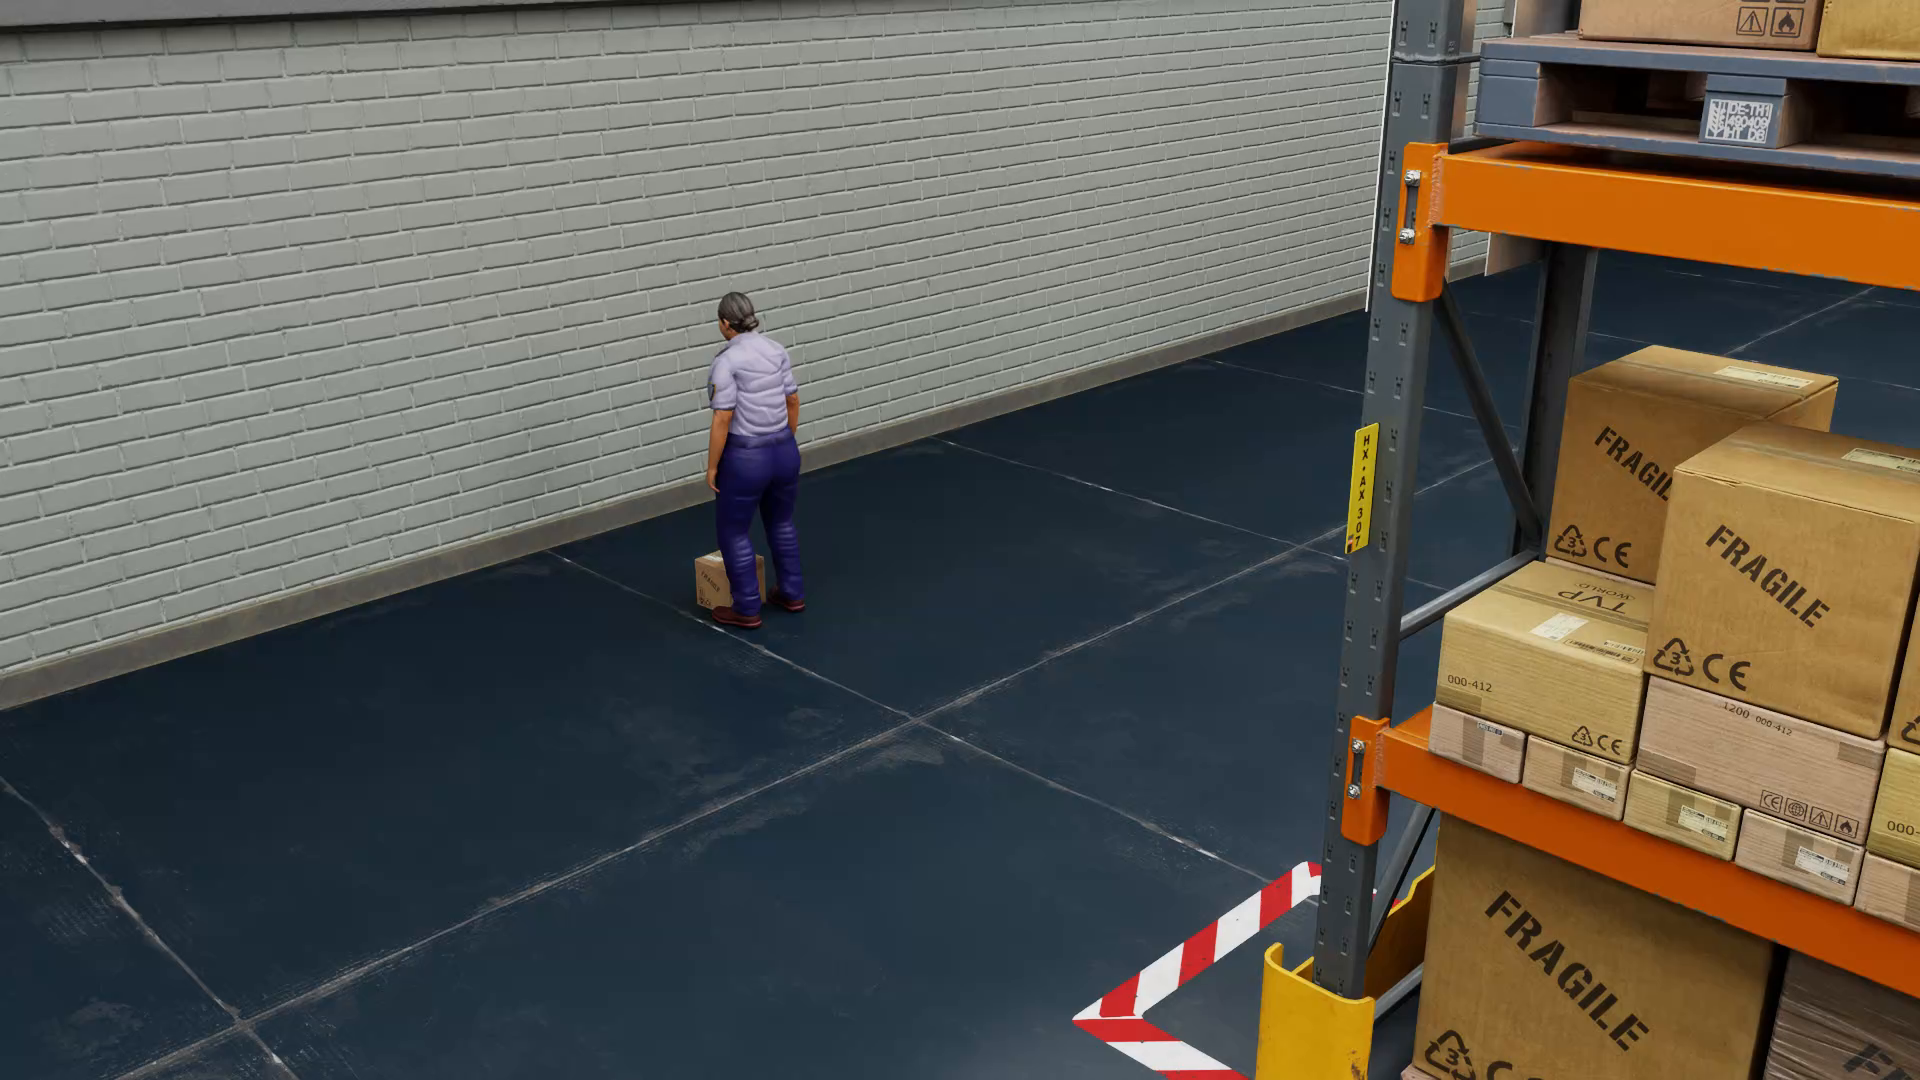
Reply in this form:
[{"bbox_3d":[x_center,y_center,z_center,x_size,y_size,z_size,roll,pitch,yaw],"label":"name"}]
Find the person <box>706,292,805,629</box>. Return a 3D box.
[{"bbox_3d":[-1.000,-0.389,8.119,0.371,1.652,0.538,19,28,41],"label":"person"}]
